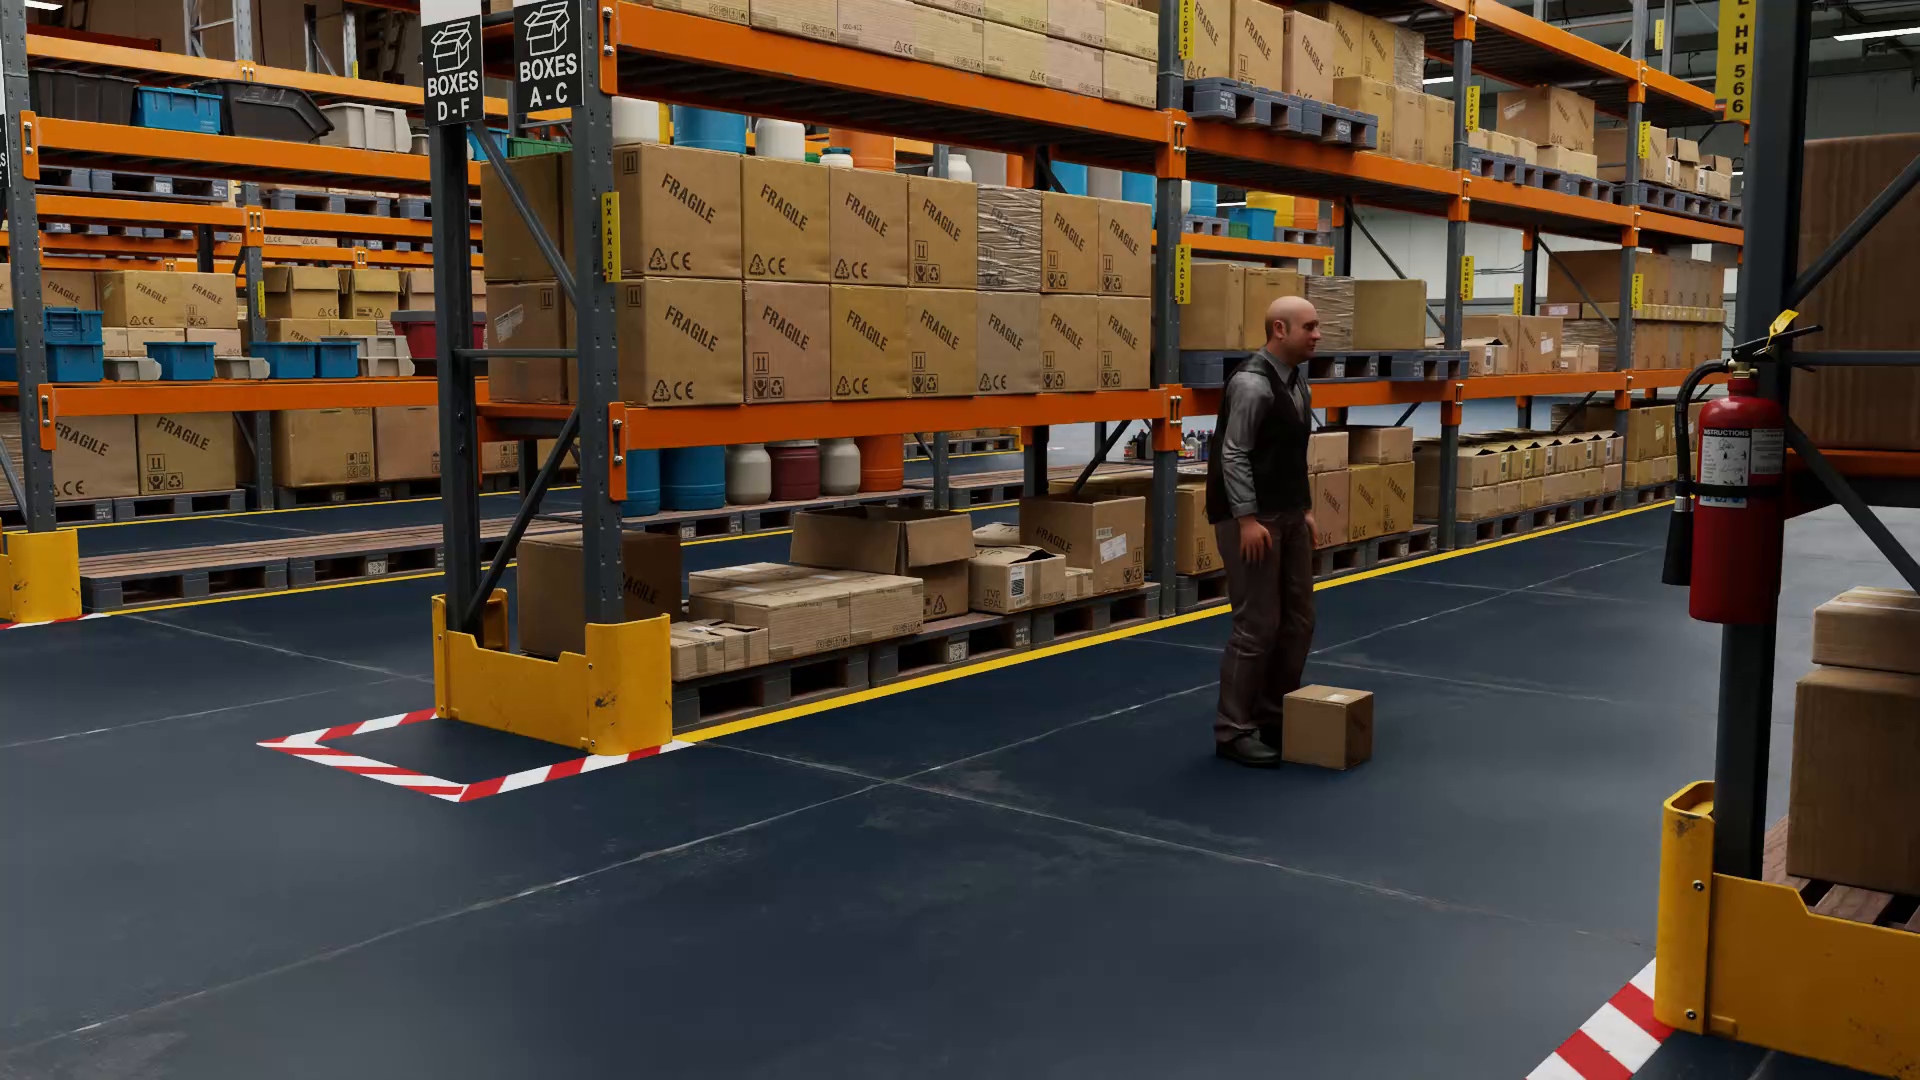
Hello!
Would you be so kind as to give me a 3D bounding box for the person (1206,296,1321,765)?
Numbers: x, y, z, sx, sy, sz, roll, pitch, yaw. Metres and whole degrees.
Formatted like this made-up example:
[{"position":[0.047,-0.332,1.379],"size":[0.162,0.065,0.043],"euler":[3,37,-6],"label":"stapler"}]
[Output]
[{"position":[1.175,-0.053,6.282],"size":[0.465,1.722,0.591],"euler":[5,8,36],"label":"person"}]
